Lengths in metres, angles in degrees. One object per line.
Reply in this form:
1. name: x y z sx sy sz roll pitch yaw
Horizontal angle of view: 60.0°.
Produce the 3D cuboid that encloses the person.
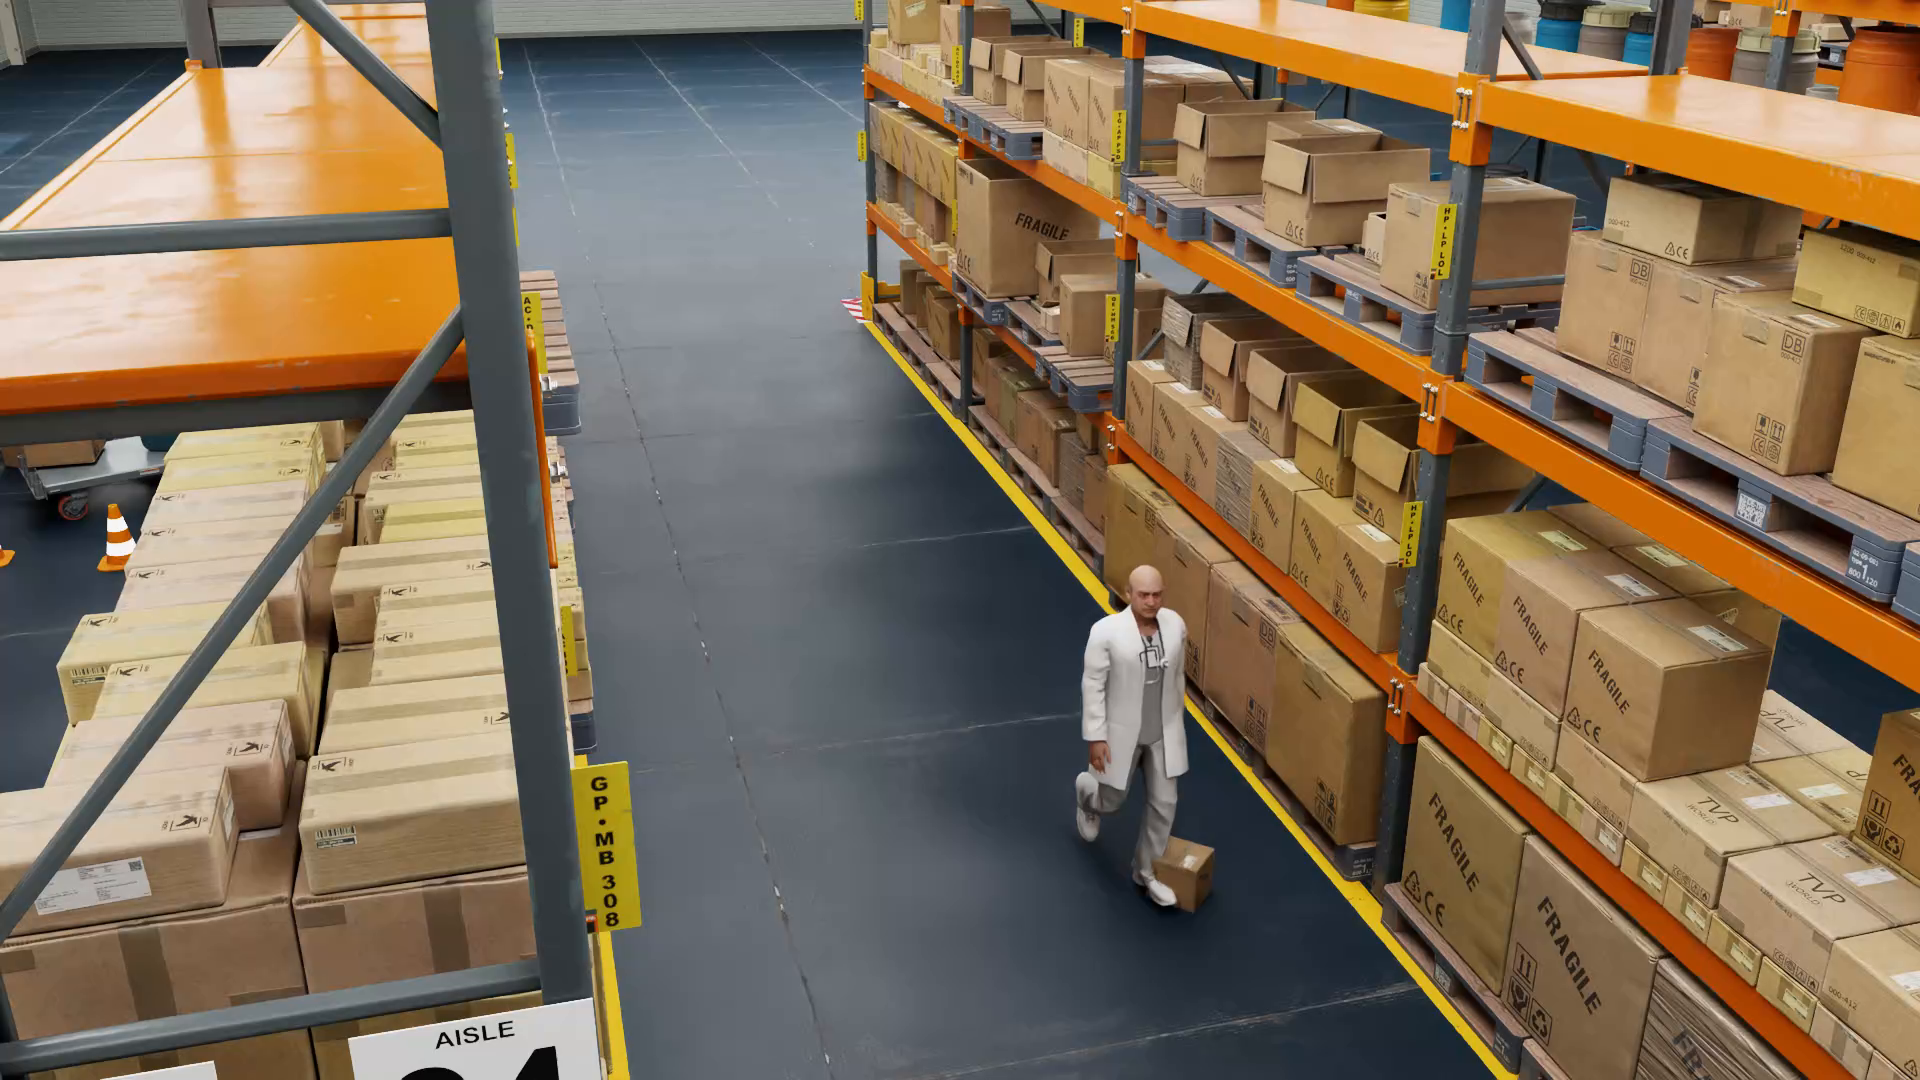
1. person: 0.871 0.926 8.438 0.605 1.749 0.872 -7 24 -16
